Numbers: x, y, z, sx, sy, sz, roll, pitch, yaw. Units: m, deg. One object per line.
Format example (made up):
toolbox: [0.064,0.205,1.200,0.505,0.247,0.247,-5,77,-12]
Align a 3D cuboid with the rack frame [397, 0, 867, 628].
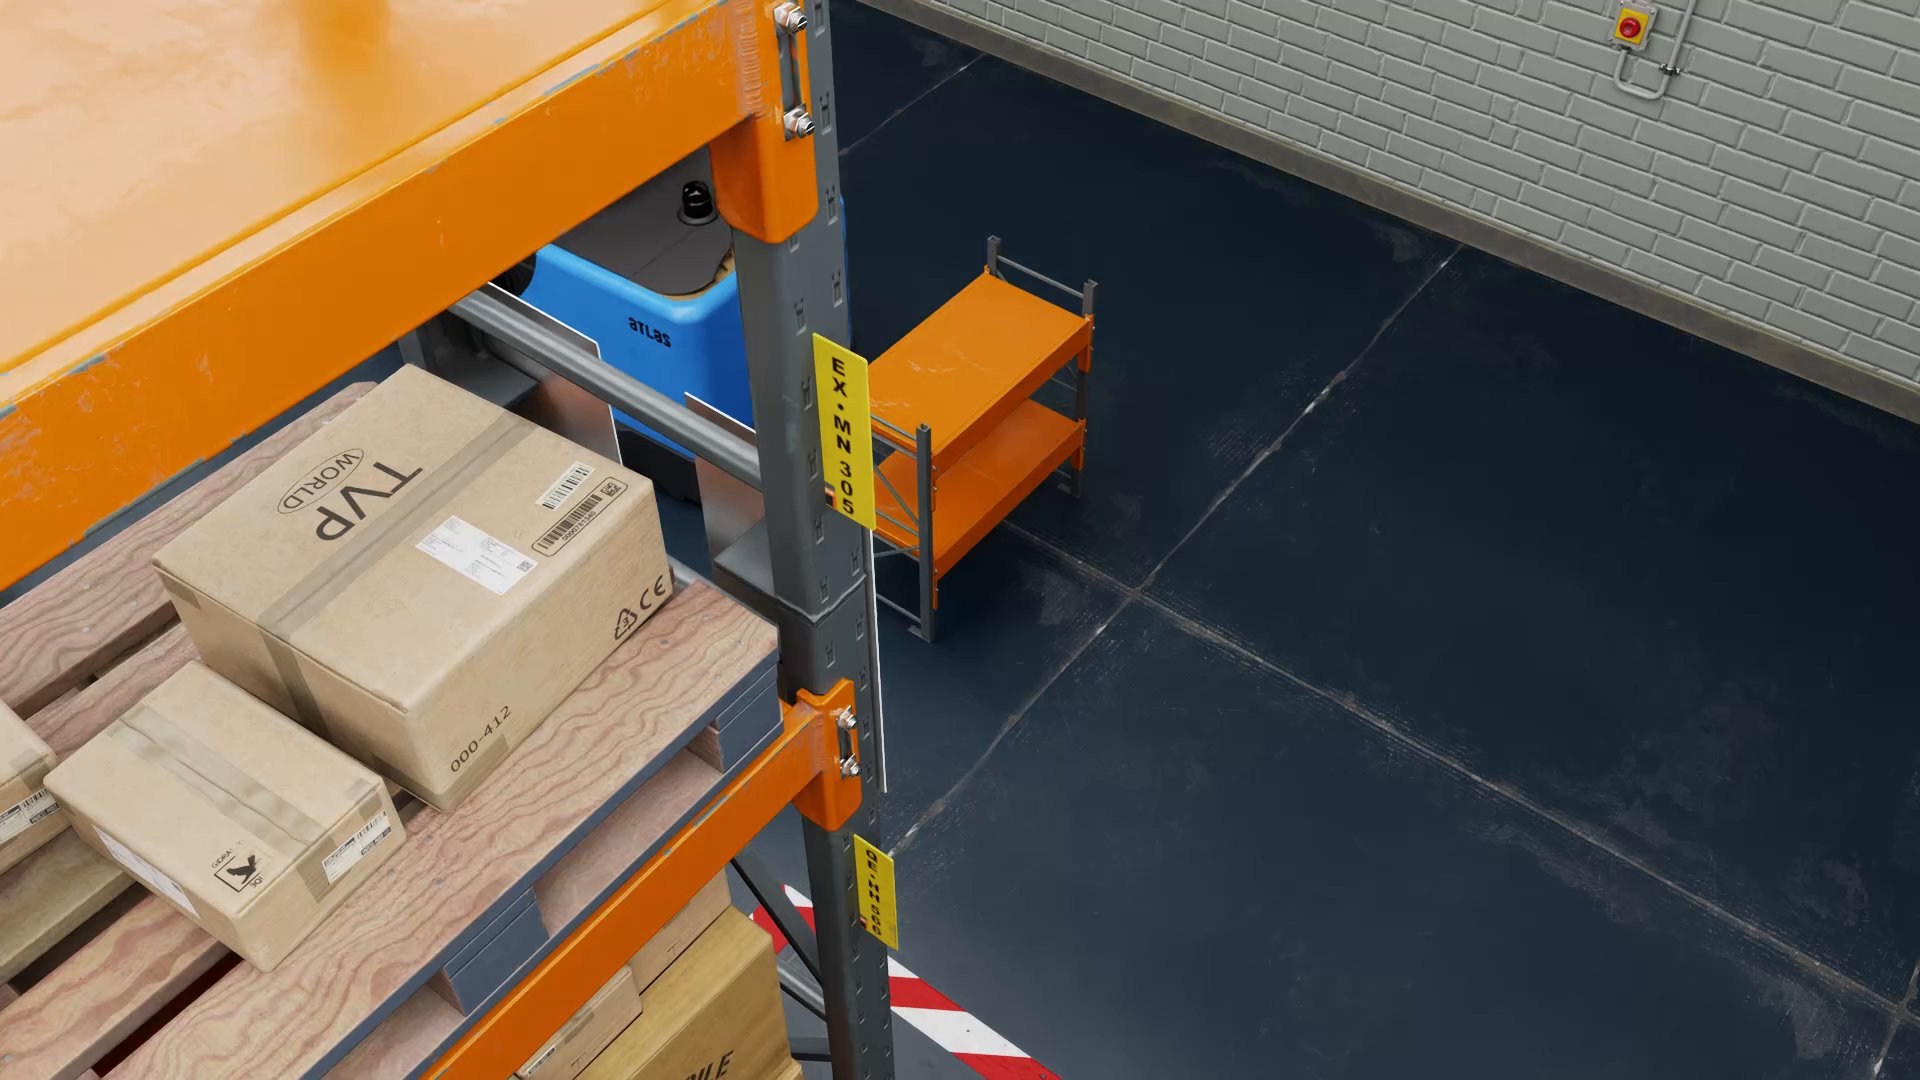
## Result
rack frame: [-0.585,-1.153,1.793,1.000,3.000,0.127,29,53,25]

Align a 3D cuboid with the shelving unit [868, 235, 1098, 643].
shelving unit: [0.004,-0.392,6.512,0.538,1.125,1.048,29,53,25]

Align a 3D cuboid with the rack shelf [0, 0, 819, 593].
rack shelf: [-1.808,0.378,1.105,1.077,0.370,4.000,29,53,25]

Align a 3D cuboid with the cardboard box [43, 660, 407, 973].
cardboard box: [-0.982,0.362,2.234,0.380,0.149,0.250,25,51,22]

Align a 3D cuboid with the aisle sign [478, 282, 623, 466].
aisle sign: [-0.771,-0.149,3.184,0.394,0.787,0.004,29,53,25]

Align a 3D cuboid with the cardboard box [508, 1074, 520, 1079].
cardboard box: [-0.873,0.950,2.724,0.380,0.149,0.250,29,53,25]

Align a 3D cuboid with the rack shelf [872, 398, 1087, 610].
rack shelf: [0.004,-0.224,6.688,0.538,0.278,1.000,29,53,25]

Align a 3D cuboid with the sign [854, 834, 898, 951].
sign: [-0.164,0.685,3.221,0.100,0.325,0.005,29,53,25]

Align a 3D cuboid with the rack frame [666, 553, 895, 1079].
rack frame: [-0.585,0.919,3.963,1.000,3.000,0.127,29,53,25]

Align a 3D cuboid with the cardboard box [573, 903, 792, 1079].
cardboard box: [-0.691,0.920,3.201,0.500,0.500,0.500,31,54,26]

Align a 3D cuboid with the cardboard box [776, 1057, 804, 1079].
cardboard box: [-0.671,1.277,3.551,0.500,0.500,0.500,29,53,25]

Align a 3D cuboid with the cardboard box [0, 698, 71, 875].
cardboard box: [-1.432,0.311,2.283,0.380,0.149,0.250,31,54,26]

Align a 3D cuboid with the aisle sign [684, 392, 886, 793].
aisle sign: [-0.296,0.117,2.931,0.394,0.787,0.004,29,53,25]

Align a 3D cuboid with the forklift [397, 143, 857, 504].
forklift: [-1.960,-2.011,6.808,3.031,2.935,1.130,27,52,23]

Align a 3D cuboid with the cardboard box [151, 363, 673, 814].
cardboard box: [-0.789,0.052,2.460,0.500,0.250,0.500,25,51,22]

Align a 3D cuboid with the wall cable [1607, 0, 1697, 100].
wall cable: [2.844,-2.680,6.676,0.585,1.953,0.123,29,53,25]

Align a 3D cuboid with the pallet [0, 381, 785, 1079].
pallet: [-1.030,0.342,2.500,1.003,0.211,1.213,29,53,25]

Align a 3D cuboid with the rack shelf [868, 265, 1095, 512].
rack shelf: [0.004,-0.595,6.300,0.538,0.278,1.000,29,53,25]

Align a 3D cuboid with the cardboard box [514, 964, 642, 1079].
cardboard box: [-0.782,0.765,2.901,0.380,0.149,0.250,30,53,26]

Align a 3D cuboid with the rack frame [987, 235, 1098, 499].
rack frame: [0.315,-0.683,6.790,0.500,1.125,0.032,29,53,25]

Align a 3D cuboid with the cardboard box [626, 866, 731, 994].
cardboard box: [-0.646,0.609,3.050,0.380,0.149,0.250,30,53,25]

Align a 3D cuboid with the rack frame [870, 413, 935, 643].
rack frame: [-0.307,-0.102,6.234,0.500,1.125,0.032,29,53,25]

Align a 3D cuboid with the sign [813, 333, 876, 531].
sign: [-0.164,-0.148,2.350,0.100,0.325,0.005,29,53,25]

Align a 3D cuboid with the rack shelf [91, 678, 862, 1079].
rack shelf: [-1.808,1.276,2.045,1.077,0.370,4.000,29,53,25]
